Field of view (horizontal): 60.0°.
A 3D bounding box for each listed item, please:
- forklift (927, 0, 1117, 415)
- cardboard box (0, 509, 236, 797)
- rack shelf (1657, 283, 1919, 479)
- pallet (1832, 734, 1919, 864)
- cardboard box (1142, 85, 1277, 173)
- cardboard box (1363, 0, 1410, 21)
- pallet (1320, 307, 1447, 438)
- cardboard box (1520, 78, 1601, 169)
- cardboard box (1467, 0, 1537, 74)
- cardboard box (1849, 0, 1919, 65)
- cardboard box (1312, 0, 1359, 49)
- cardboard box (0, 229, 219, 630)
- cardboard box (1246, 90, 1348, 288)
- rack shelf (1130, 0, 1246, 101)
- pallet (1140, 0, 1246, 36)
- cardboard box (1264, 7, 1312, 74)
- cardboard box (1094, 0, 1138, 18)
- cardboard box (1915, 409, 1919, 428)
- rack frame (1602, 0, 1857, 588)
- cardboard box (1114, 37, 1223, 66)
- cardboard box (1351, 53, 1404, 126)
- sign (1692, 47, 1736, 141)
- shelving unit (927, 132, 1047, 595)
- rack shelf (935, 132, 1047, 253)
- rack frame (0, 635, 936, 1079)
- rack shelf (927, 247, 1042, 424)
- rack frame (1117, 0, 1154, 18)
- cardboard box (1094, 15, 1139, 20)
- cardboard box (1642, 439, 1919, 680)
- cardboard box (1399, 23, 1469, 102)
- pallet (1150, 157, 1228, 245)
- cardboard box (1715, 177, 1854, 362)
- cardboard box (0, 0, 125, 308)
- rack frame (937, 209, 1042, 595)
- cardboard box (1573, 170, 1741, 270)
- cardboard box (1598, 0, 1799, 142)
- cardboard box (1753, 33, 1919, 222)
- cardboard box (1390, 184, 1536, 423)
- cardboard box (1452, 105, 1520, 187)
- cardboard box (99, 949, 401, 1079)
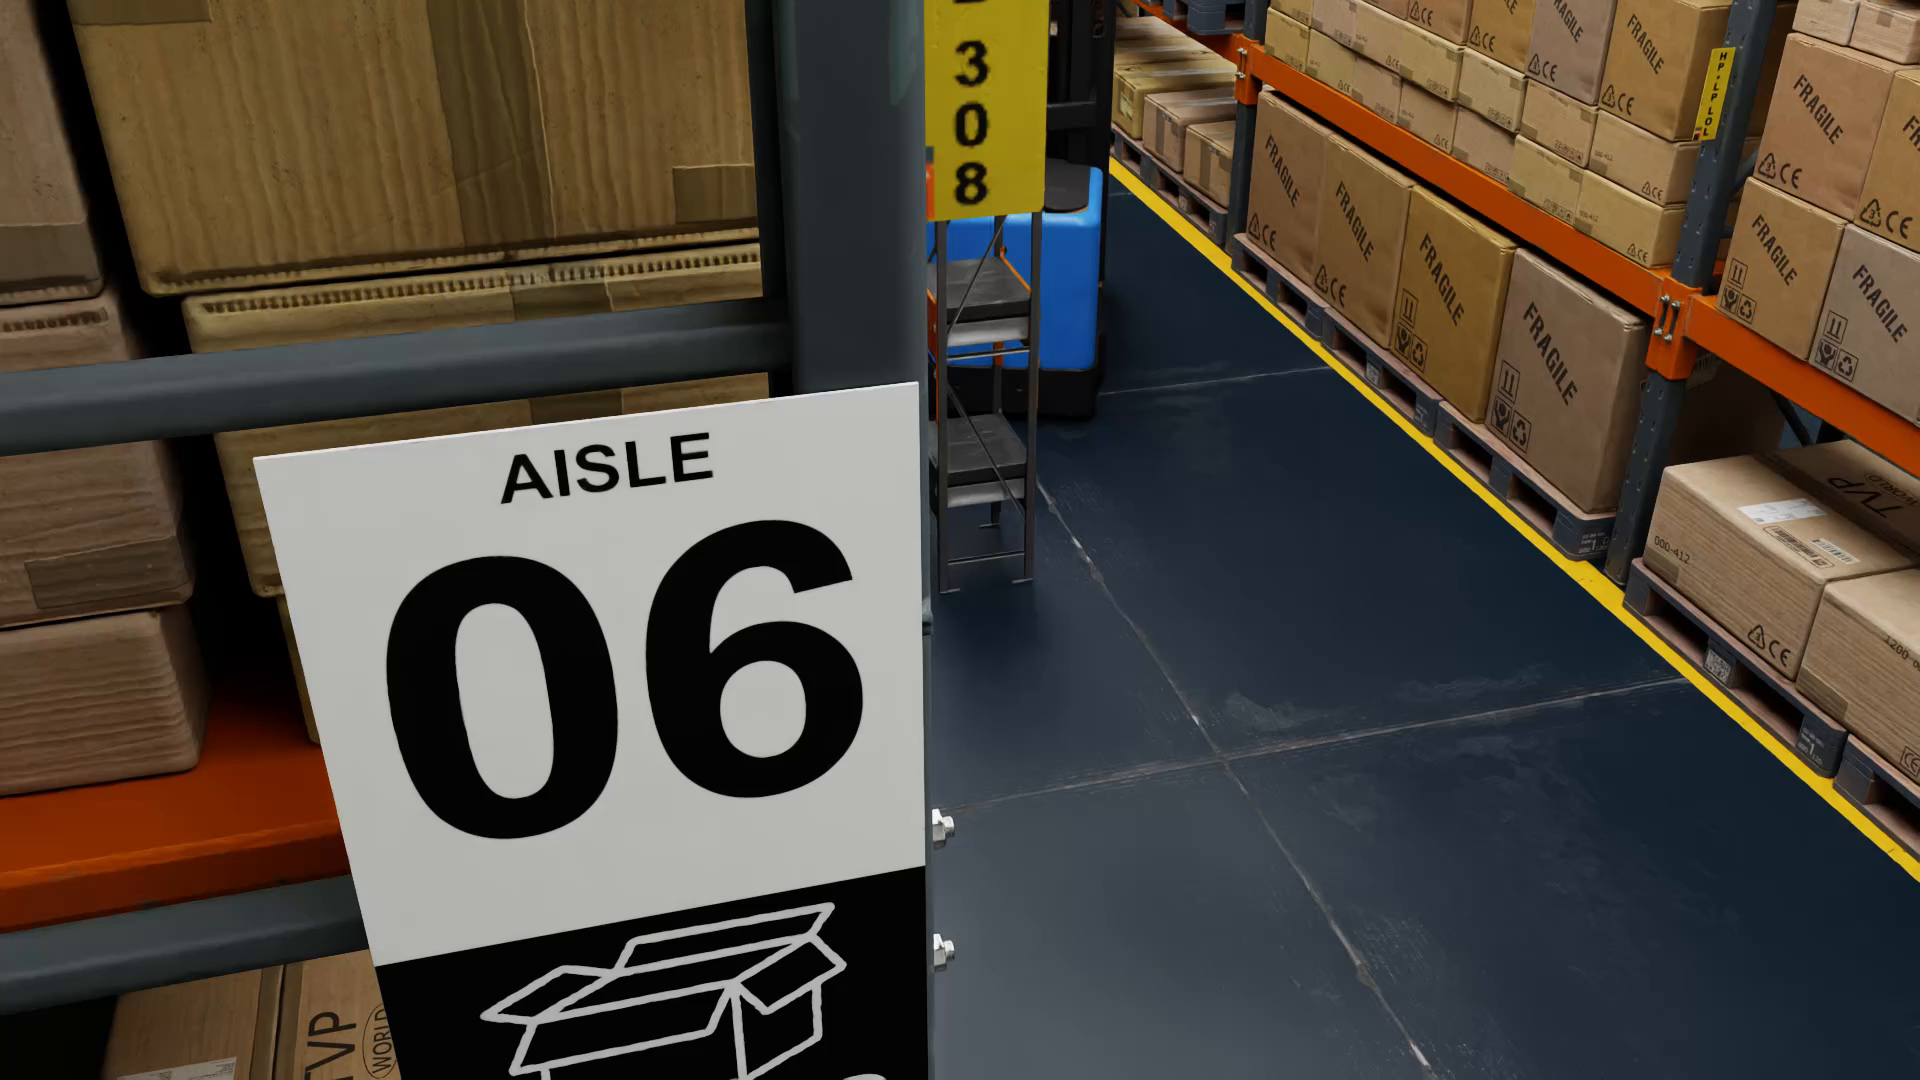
[{"bbox_3d":[0.274,-2.592,8.802,1.130,2.935,3.031,3,30,4],"label":"forklift"},{"bbox_3d":[-0.825,0.086,1.364,0.380,0.149,0.250,-7,31,-12],"label":"cardboard box"},{"bbox_3d":[3.736,0.083,4.831,1.077,0.370,4.000,-8,31,-13],"label":"rack shelf"},{"bbox_3d":[3.659,0.980,5.345,1.003,0.211,1.213,-8,31,-13],"label":"pallet"},{"bbox_3d":[1.800,-2.800,11.298,0.950,0.372,0.625,-8,31,-14],"label":"cardboard box"},{"bbox_3d":[2.302,-2.841,8.067,0.500,0.500,0.500,-7,31,-12],"label":"cardboard box"},{"bbox_3d":[2.601,-0.941,8.664,1.003,0.211,1.213,-8,31,-13],"label":"pallet"},{"bbox_3d":[2.714,-1.767,6.959,0.500,0.250,0.500,-7,31,-12],"label":"cardboard box"},{"bbox_3d":[2.585,-2.349,7.217,0.500,0.500,0.500,-7,31,-12],"label":"cardboard box"},{"bbox_3d":[3.123,-1.643,5.348,0.380,0.149,0.250,-7,31,-13],"label":"cardboard box"},{"bbox_3d":[2.176,-2.751,8.658,0.500,0.250,0.500,-7,31,-12],"label":"cardboard box"},{"bbox_3d":[-0.898,-0.141,1.359,0.500,0.250,0.500,-8,31,-14],"label":"cardboard box"},{"bbox_3d":[2.247,-2.044,9.489,0.875,0.875,0.875,-8,31,-14],"label":"cardboard box"},{"bbox_3d":[1.613,-3.781,11.506,1.077,0.370,4.000,-8,31,-13],"label":"rack shelf"},{"bbox_3d":[1.852,-3.373,10.275,1.213,0.211,1.003,-8,31,-13],"label":"pallet"},{"bbox_3d":[2.031,-2.792,9.228,0.500,0.250,0.500,-8,31,-14],"label":"cardboard box"},{"bbox_3d":[1.186,-4.695,13.945,0.500,0.500,0.500,-6,31,-11],"label":"cardboard box"},{"bbox_3d":[3.333,-0.492,5.005,0.500,0.500,0.500,-8,31,-13],"label":"cardboard box"},{"bbox_3d":[3.206,-1.194,6.319,1.000,3.000,0.127,-8,31,-13],"label":"rack frame"},{"bbox_3d":[1.418,-3.503,12.512,0.950,0.372,0.625,-6,31,-10],"label":"cardboard box"},{"bbox_3d":[2.318,-2.292,8.365,0.500,0.250,0.500,-7,31,-12],"label":"cardboard box"},{"bbox_3d":[2.685,-1.584,5.916,0.100,0.325,0.005,-8,31,-13],"label":"sign"},{"bbox_3d":[0.044,-0.829,6.586,0.431,2.100,0.503,-8,31,-13],"label":"shelving unit"},{"bbox_3d":[0.044,-1.423,6.242,0.431,0.518,0.480,-8,31,-13],"label":"rack shelf"},{"bbox_3d":[-0.517,1.399,1.838,1.000,3.000,0.127,-8,31,-13],"label":"rack frame"},{"bbox_3d":[0.044,-0.817,6.593,0.431,0.518,0.480,-8,31,-13],"label":"rack shelf"},{"bbox_3d":[1.082,-5.058,12.995,1.000,3.000,0.127,-8,31,-13],"label":"rack frame"},{"bbox_3d":[1.186,-4.371,14.133,0.500,0.250,0.500,-9,31,-16],"label":"cardboard box"},{"bbox_3d":[3.269,0.050,6.307,0.875,0.438,0.875,-8,31,-14],"label":"cardboard box"},{"bbox_3d":[2.419,-2.261,7.813,0.500,0.250,0.500,-7,31,-12],"label":"cardboard box"},{"bbox_3d":[1.938,-2.297,11.008,1.003,0.211,1.213,-8,31,-13],"label":"pallet"},{"bbox_3d":[3.078,-0.976,5.843,0.500,0.500,0.500,-7,31,-12],"label":"cardboard box"},{"bbox_3d":[-0.905,-0.357,1.231,0.500,0.250,0.500,-9,31,-15],"label":"cardboard box"},{"bbox_3d":[0.109,-0.711,6.382,0.400,2.100,0.015,-8,31,-13],"label":"rack frame"},{"bbox_3d":[2.843,-1.313,6.673,0.500,0.250,0.500,-9,31,-14],"label":"cardboard box"},{"bbox_3d":[2.845,-1.853,6.359,0.500,0.500,0.500,-7,31,-12],"label":"cardboard box"},{"bbox_3d":[3.098,-1.408,5.591,0.500,0.500,0.500,-8,31,-13],"label":"cardboard box"},{"bbox_3d":[2.717,-1.181,7.997,0.875,0.875,0.875,-7,31,-12],"label":"cardboard box"},{"bbox_3d":[2.594,-1.805,7.524,0.500,0.250,0.500,-9,31,-15],"label":"cardboard box"},{"bbox_3d":[-1.031,0.899,2.555,0.500,0.250,0.500,-8,31,-13],"label":"cardboard box"}]
